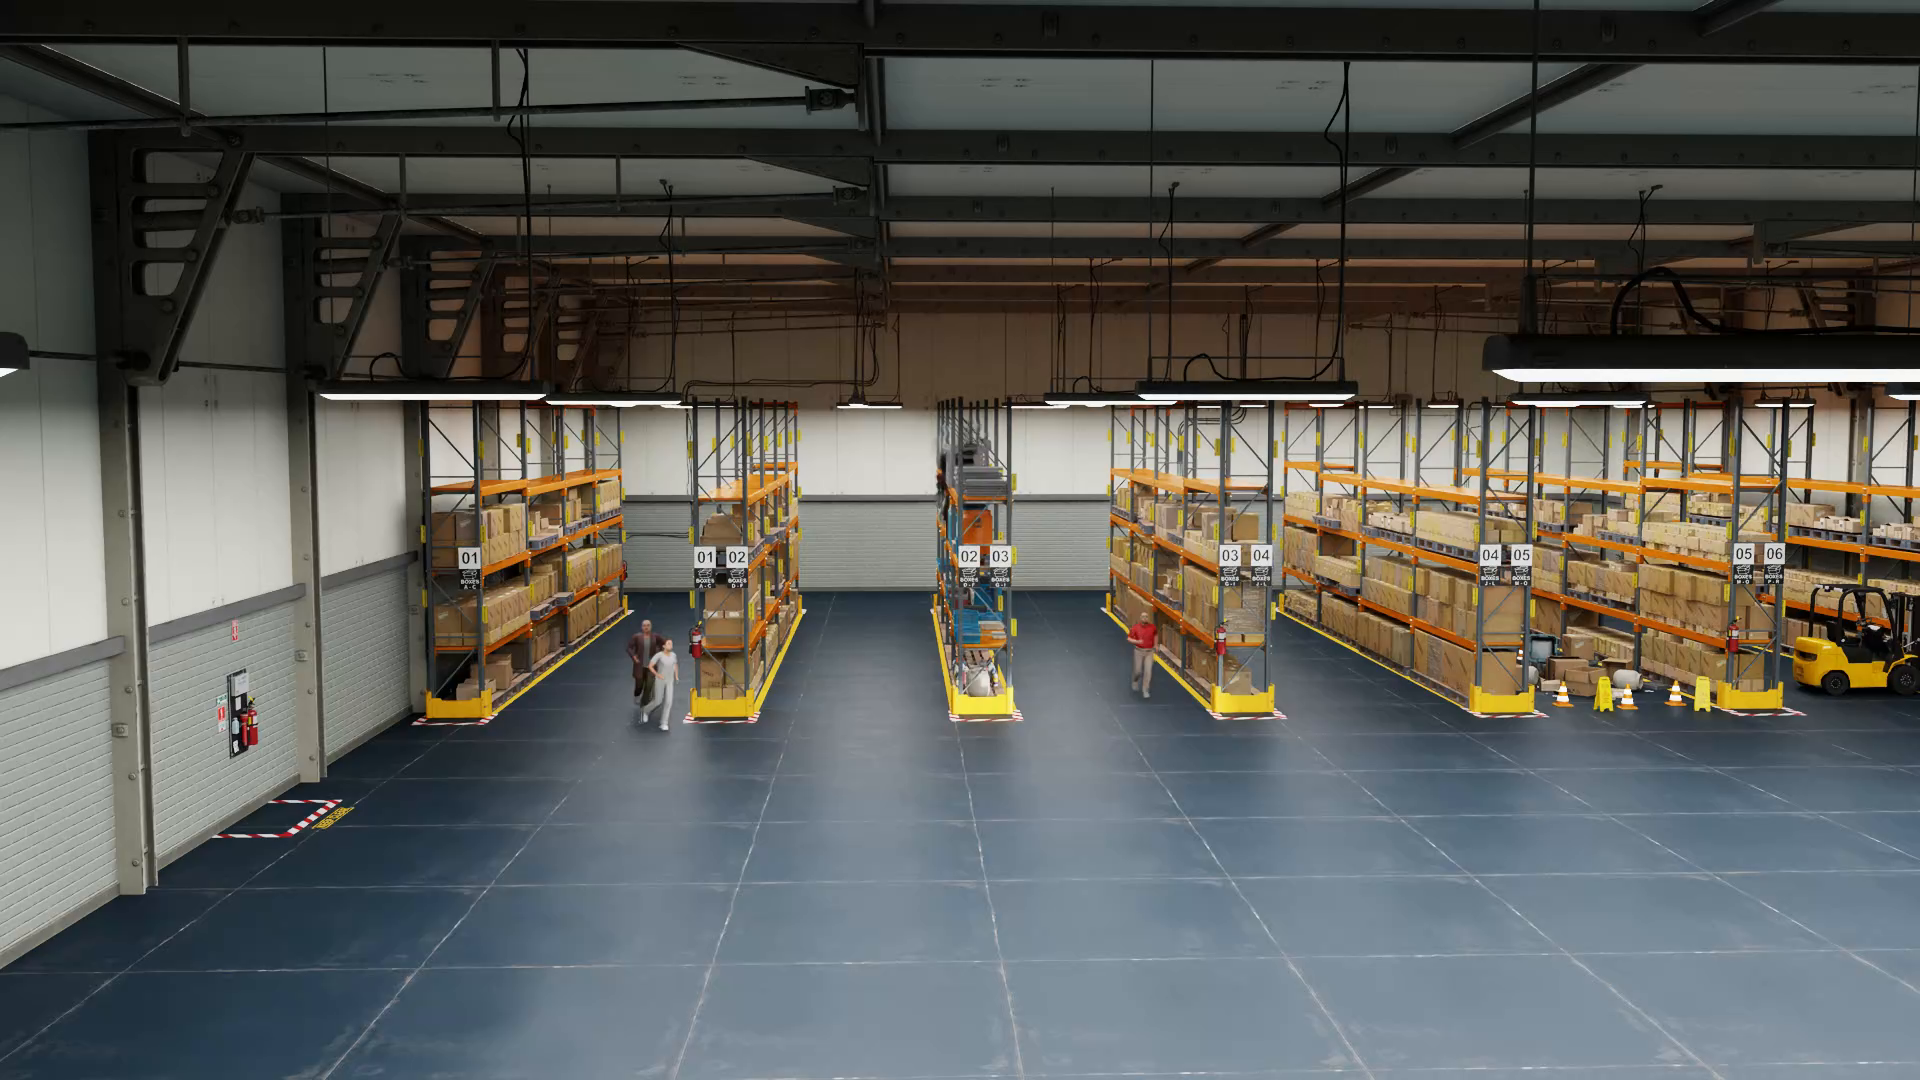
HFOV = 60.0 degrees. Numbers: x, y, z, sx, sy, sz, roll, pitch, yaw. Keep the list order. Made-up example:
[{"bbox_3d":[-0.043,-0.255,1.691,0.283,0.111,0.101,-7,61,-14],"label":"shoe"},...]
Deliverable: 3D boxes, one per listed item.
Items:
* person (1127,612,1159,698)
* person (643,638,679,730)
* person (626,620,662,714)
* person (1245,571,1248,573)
[{"bbox_3d":[3.688,2.280,33.405,0.667,1.697,0.852,0,4,-6],"label":"person"},{"bbox_3d":[-5.334,2.578,30.124,0.623,1.619,0.862,-4,6,-39],"label":"person"},{"bbox_3d":[-6.020,2.400,31.835,0.709,1.753,0.815,-1,5,-14],"label":"person"},{"bbox_3d":[7.939,1.257,47.379,0.550,1.668,0.703,2,5,19],"label":"person"}]
